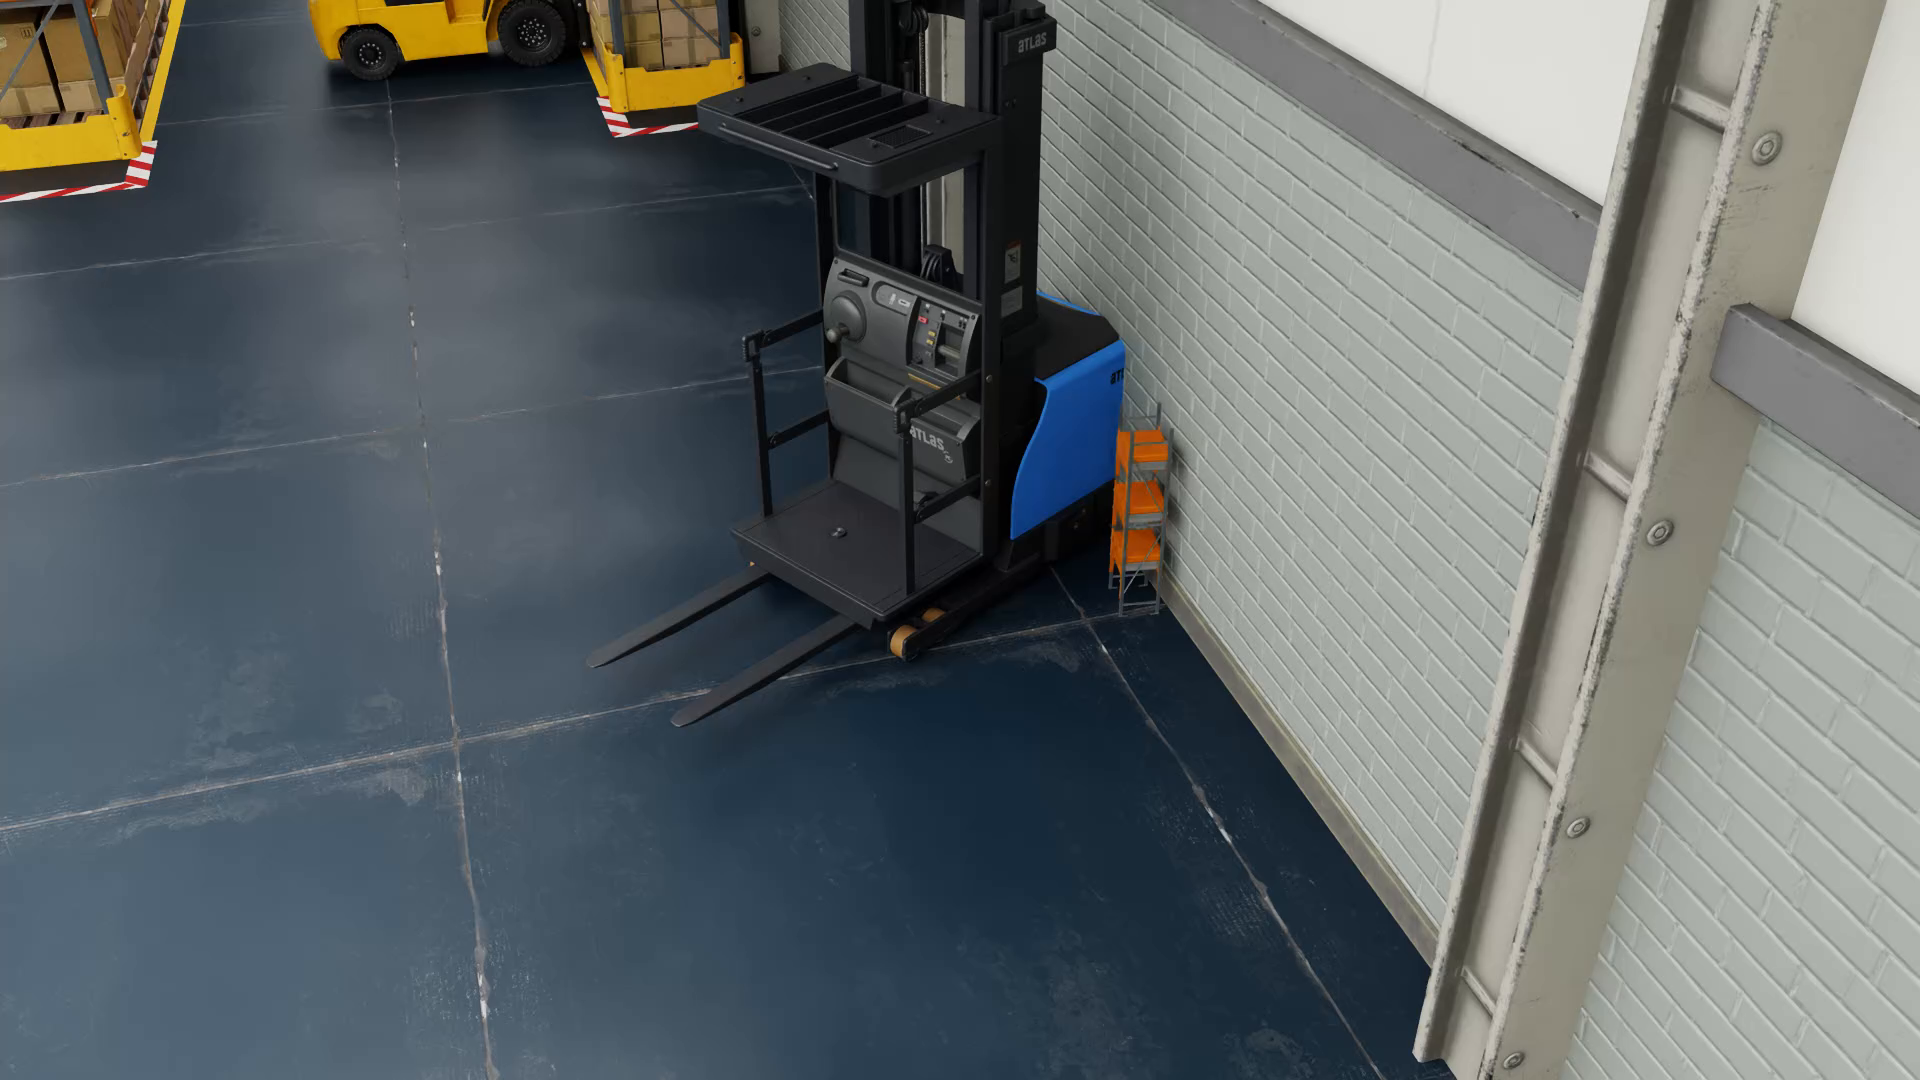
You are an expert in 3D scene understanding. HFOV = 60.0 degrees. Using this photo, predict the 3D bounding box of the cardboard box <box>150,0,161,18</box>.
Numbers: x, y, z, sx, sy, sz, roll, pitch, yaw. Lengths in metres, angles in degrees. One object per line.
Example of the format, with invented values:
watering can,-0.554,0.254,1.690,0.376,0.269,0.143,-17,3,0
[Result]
cardboard box,-7.988,-5.148,15.933,0.500,0.250,0.500,-8,34,-13

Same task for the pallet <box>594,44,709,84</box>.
pallet,-2.751,-4.353,15.146,1.003,0.211,1.213,-10,35,-15

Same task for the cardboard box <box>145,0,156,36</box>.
cardboard box,-7.816,-4.870,15.513,0.500,0.250,0.500,-11,35,-16

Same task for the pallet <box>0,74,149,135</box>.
pallet,-7.441,-3.594,13.998,1.003,0.211,1.213,-10,35,-15

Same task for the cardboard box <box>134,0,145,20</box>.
cardboard box,-7.674,-4.926,14.917,0.500,0.500,0.500,-8,34,-12

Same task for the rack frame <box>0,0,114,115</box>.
rack frame,-7.204,-4.285,12.514,1.000,3.000,0.127,-10,35,-15

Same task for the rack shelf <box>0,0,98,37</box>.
rack shelf,-7.814,-5.035,14.302,1.077,0.370,4.000,-10,35,-15

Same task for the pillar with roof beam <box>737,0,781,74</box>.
pillar with roof beam,-5.932,-7.418,11.813,9.100,9.000,0.400,-10,35,-15

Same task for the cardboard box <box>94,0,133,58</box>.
cardboard box,-7.358,-4.382,14.094,0.500,0.500,0.500,-11,35,-17

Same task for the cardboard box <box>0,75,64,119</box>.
cardboard box,-7.714,-3.705,13.749,0.500,0.250,0.500,-10,35,-15

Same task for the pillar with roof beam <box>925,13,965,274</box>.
pillar with roof beam,-4.101,-4.268,7.046,9.100,9.000,0.400,-10,35,-15

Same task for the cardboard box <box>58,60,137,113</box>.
cardboard box,-7.186,-3.783,13.868,0.500,0.250,0.500,-10,35,-15

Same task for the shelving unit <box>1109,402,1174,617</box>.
shelving unit,0.864,-0.134,8.000,0.215,1.050,0.252,-4,34,-6

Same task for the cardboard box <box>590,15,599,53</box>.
cardboard box,-3.065,-4.606,15.113,0.500,0.250,0.500,-10,35,-15

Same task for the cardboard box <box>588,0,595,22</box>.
cardboard box,-3.067,-4.827,14.993,0.500,0.250,0.500,-10,35,-15

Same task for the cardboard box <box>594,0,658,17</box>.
cardboard box,-2.915,-4.756,14.433,0.500,0.250,0.500,-9,34,-13

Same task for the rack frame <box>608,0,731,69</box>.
rack frame,-2.478,-5.122,13.780,1.000,3.000,0.127,-10,35,-15

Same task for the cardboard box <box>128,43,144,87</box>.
cardboard box,-7.335,-4.052,14.275,0.500,0.250,0.500,-9,34,-13

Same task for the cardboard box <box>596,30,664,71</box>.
cardboard box,-2.922,-4.343,14.715,0.500,0.250,0.500,-10,35,-14

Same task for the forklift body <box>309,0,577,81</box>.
forklift body,-4.794,-5.457,15.057,2.313,2.155,1.214,-10,35,-15

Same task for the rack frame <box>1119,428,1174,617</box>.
rack frame,0.880,-0.067,7.899,0.200,1.050,0.008,-4,34,-6

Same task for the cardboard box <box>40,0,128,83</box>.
cardboard box,-7.194,-4.108,13.680,0.500,0.500,0.500,-11,35,-16

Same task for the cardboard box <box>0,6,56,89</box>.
cardboard box,-7.696,-4.003,13.520,0.500,0.500,0.500,-10,35,-14

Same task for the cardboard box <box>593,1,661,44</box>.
cardboard box,-2.924,-4.561,14.592,0.500,0.250,0.500,-10,35,-15

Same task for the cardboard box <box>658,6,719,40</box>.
cardboard box,-2.423,-4.640,14.711,0.500,0.250,0.500,-9,35,-14

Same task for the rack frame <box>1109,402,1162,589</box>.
rack frame,0.848,-0.200,8.101,0.200,1.050,0.008,-4,34,-6

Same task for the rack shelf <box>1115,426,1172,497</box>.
rack shelf,0.864,-0.361,7.849,0.215,0.259,0.240,-4,34,-6

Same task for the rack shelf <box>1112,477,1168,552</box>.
rack shelf,0.864,-0.125,8.006,0.215,0.259,0.240,-4,34,-6

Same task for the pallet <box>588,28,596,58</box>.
pallet,-3.119,-4.992,16.114,1.003,0.211,1.213,-10,35,-15

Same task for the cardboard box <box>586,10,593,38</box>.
cardboard box,-3.209,-4.870,15.513,0.500,0.250,0.500,-10,35,-14

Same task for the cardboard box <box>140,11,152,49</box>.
cardboard box,-7.665,-4.602,15.107,0.500,0.250,0.500,-9,35,-14

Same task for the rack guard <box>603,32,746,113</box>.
rack guard,-2.470,-4.066,14.450,1.175,0.500,0.348,-10,35,-15

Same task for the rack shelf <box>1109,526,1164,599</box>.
rack shelf,0.864,0.107,8.159,0.215,0.259,0.240,-4,34,-6

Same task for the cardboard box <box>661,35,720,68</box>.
cardboard box,-2.441,-4.441,14.863,0.500,0.250,0.500,-10,35,-15

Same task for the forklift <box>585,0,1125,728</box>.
forklift,-0.423,-0.971,7.561,1.130,2.935,3.031,27,42,35

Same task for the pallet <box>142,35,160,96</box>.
pallet,-7.810,-4.234,14.965,1.003,0.211,1.213,-10,35,-15

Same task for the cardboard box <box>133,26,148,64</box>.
cardboard box,-7.513,-4.337,14.705,0.500,0.250,0.500,-8,34,-12

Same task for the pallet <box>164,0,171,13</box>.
pallet,-8.663,-5.630,17.079,1.003,0.211,1.213,-10,35,-15

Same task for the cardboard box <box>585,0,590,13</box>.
cardboard box,-3.244,-5.094,15.398,0.500,0.250,0.500,-11,35,-16

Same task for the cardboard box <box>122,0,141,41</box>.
cardboard box,-7.503,-4.647,14.495,0.500,0.500,0.500,-9,35,-14

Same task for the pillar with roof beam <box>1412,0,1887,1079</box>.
pillar with roof beam,-2.271,-1.118,2.279,9.100,9.000,0.400,-10,35,-15

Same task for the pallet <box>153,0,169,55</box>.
pallet,-8.185,-4.875,15.936,1.003,0.211,1.213,-10,35,-15

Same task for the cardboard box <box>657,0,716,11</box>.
cardboard box,-2.444,-4.851,14.577,0.500,0.250,0.500,-11,35,-15

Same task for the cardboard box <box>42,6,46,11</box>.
cardboard box,-7.859,-4.276,13.934,0.500,0.500,0.500,-9,34,-13

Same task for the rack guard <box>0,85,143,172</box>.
rack guard,-7.227,-3.282,13.264,1.175,0.500,0.348,-10,35,-15

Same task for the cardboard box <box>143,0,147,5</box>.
cardboard box,-7.831,-5.194,15.322,0.500,0.500,0.500,-9,35,-14
